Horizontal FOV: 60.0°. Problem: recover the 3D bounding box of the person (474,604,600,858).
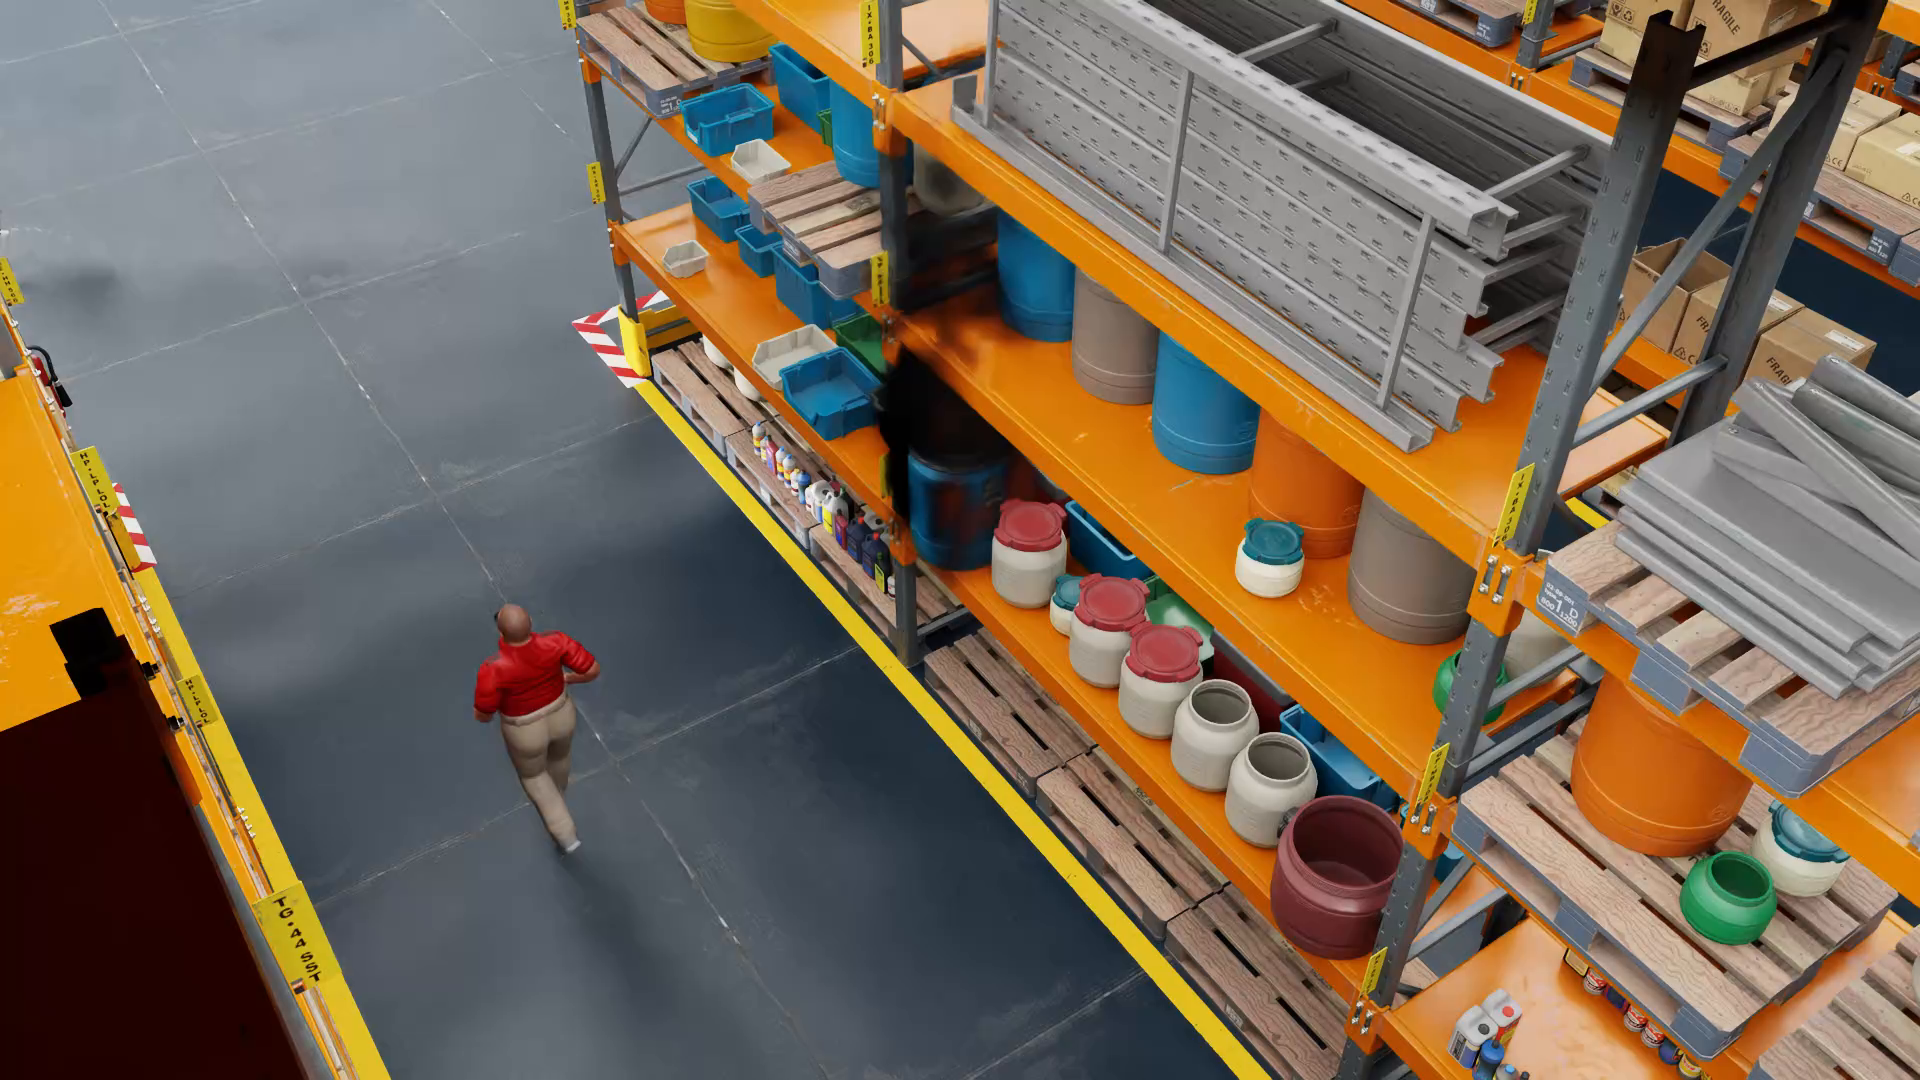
[{"bbox_3d":[-2.285,0.987,9.019,0.672,1.769,0.742,-28,50,-27],"label":"person"}]
